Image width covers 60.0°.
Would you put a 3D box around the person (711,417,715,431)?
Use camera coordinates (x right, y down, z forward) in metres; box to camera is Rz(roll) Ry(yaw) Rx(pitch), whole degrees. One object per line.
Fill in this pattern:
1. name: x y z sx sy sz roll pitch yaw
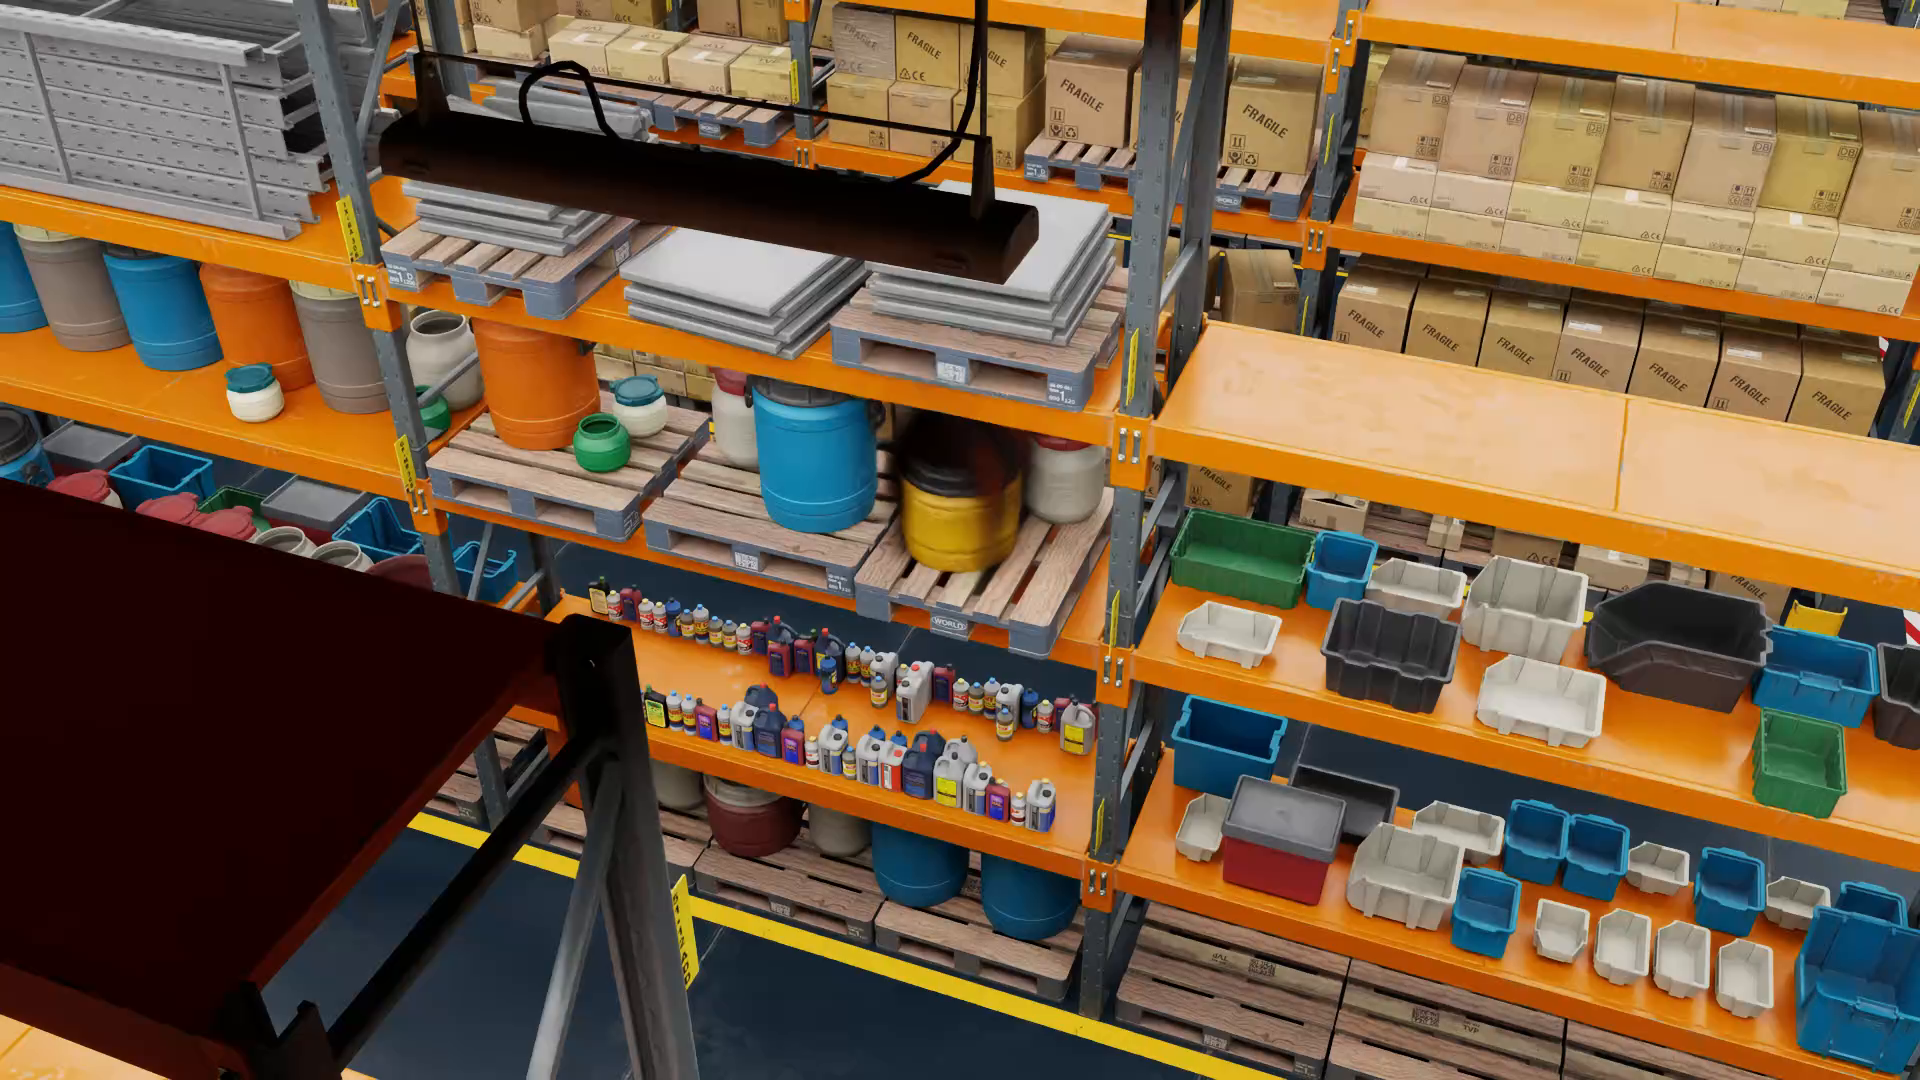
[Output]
1. person: -1.664 -0.568 12.563 0.524 1.758 0.369 20 41 25
